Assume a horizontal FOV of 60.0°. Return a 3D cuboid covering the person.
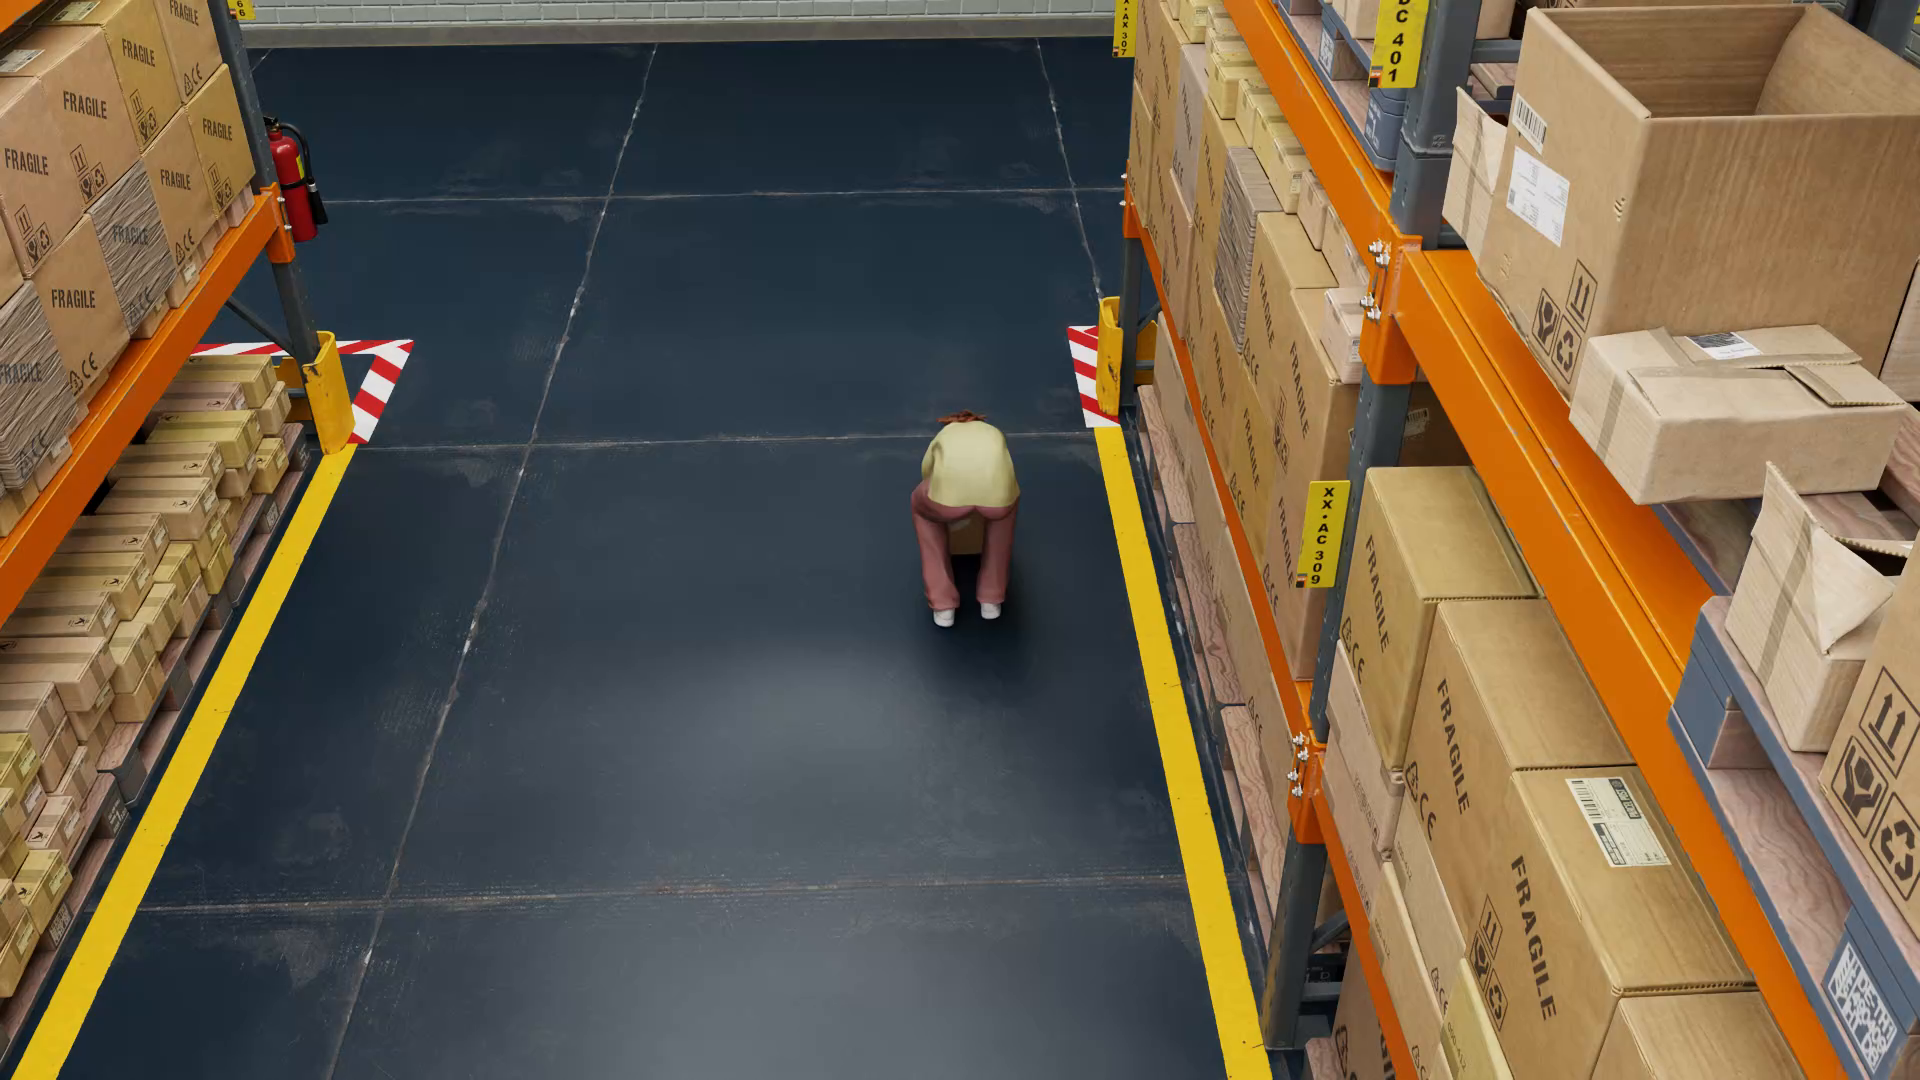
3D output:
[{"bbox_3d":[0.024,-0.133,7.063,0.465,0.829,0.847,-2,35,-3],"label":"person"}]
